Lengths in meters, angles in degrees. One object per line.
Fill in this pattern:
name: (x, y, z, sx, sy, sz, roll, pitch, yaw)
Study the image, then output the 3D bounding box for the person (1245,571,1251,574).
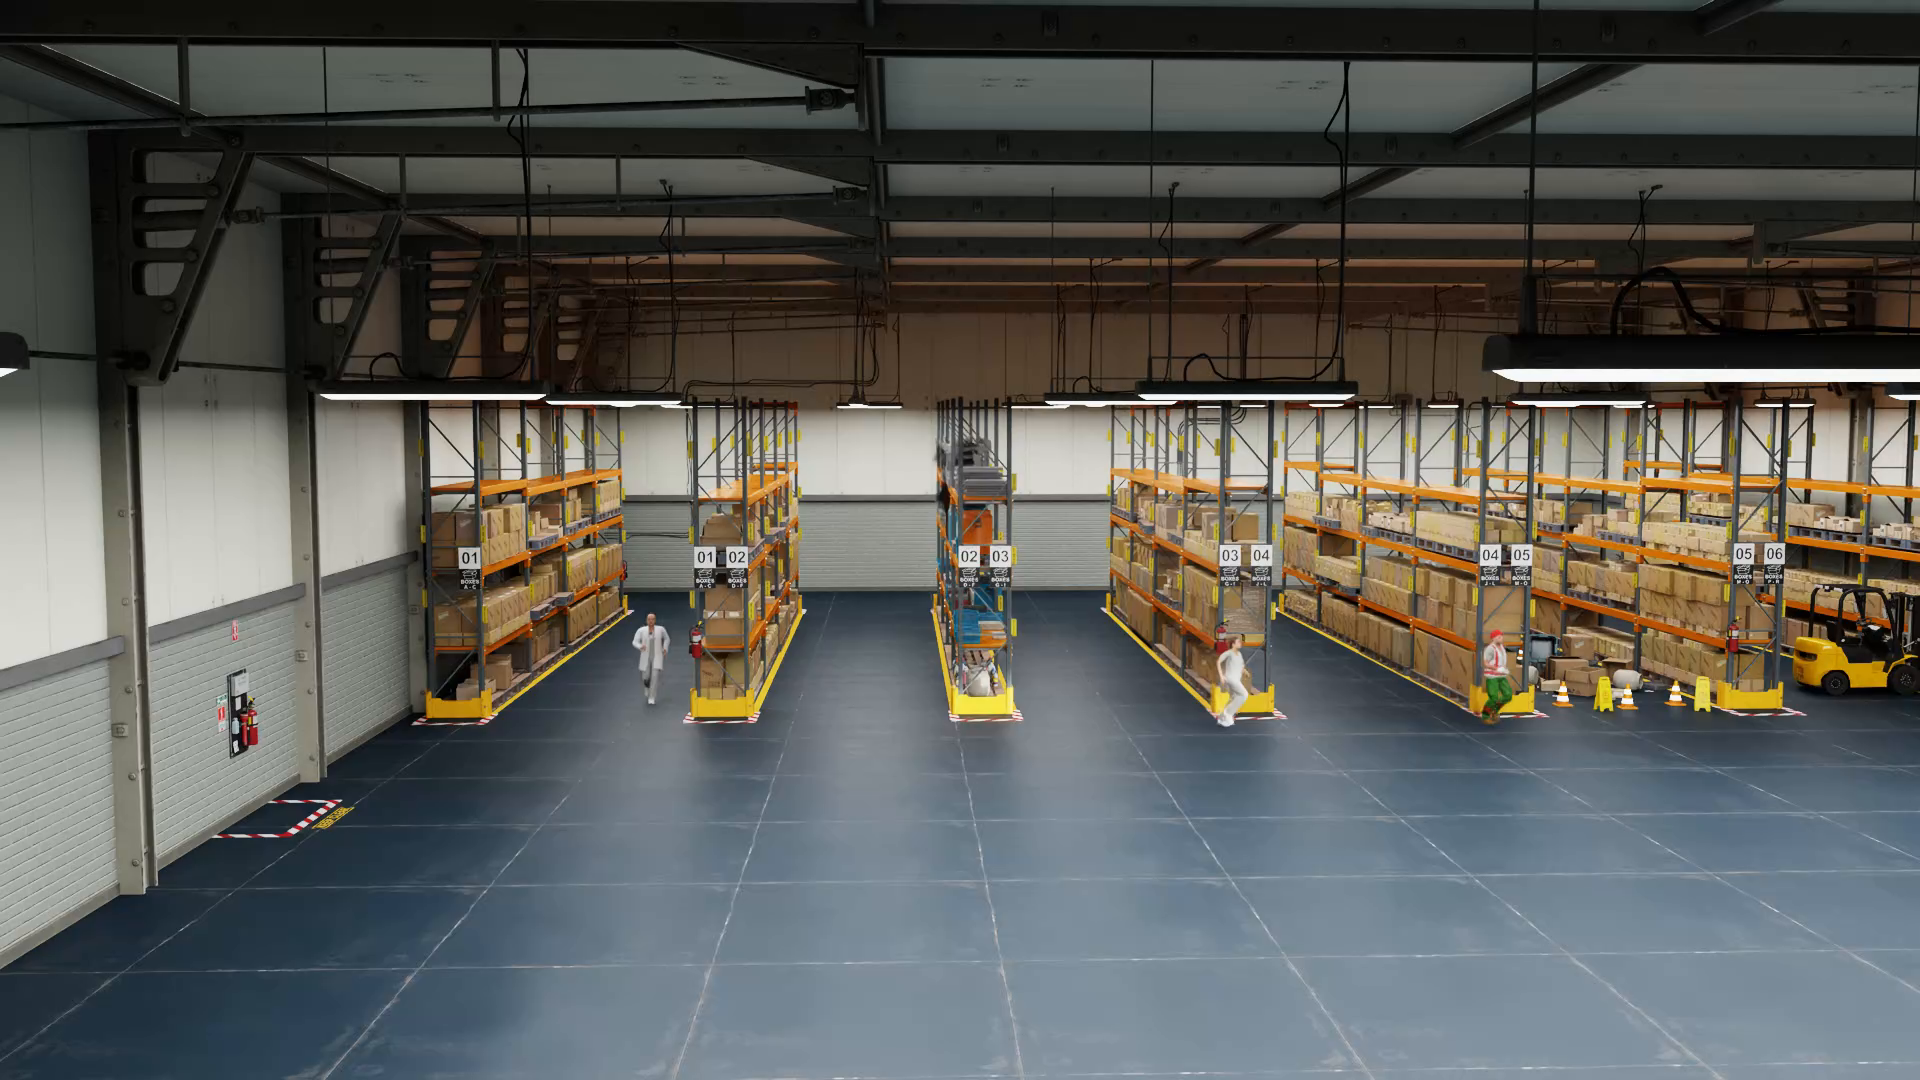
person: (8.012, 1.244, 46.892, 0.659, 1.774, 0.679, 2, 5, 19)

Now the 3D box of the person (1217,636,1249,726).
person: (5.026, 2.566, 30.278, 0.585, 1.622, 0.565, 3, 6, 38)

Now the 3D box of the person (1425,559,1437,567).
person: (14.004, 1.068, 49.286, 0.825, 1.751, 0.698, 0, 4, 6)

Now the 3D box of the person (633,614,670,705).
person: (-6.066, 2.318, 32.697, 0.718, 1.746, 0.834, -1, 4, -9)

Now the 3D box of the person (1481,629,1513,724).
person: (9.808, 2.500, 30.257, 0.693, 1.755, 0.637, -3, 5, -34)
